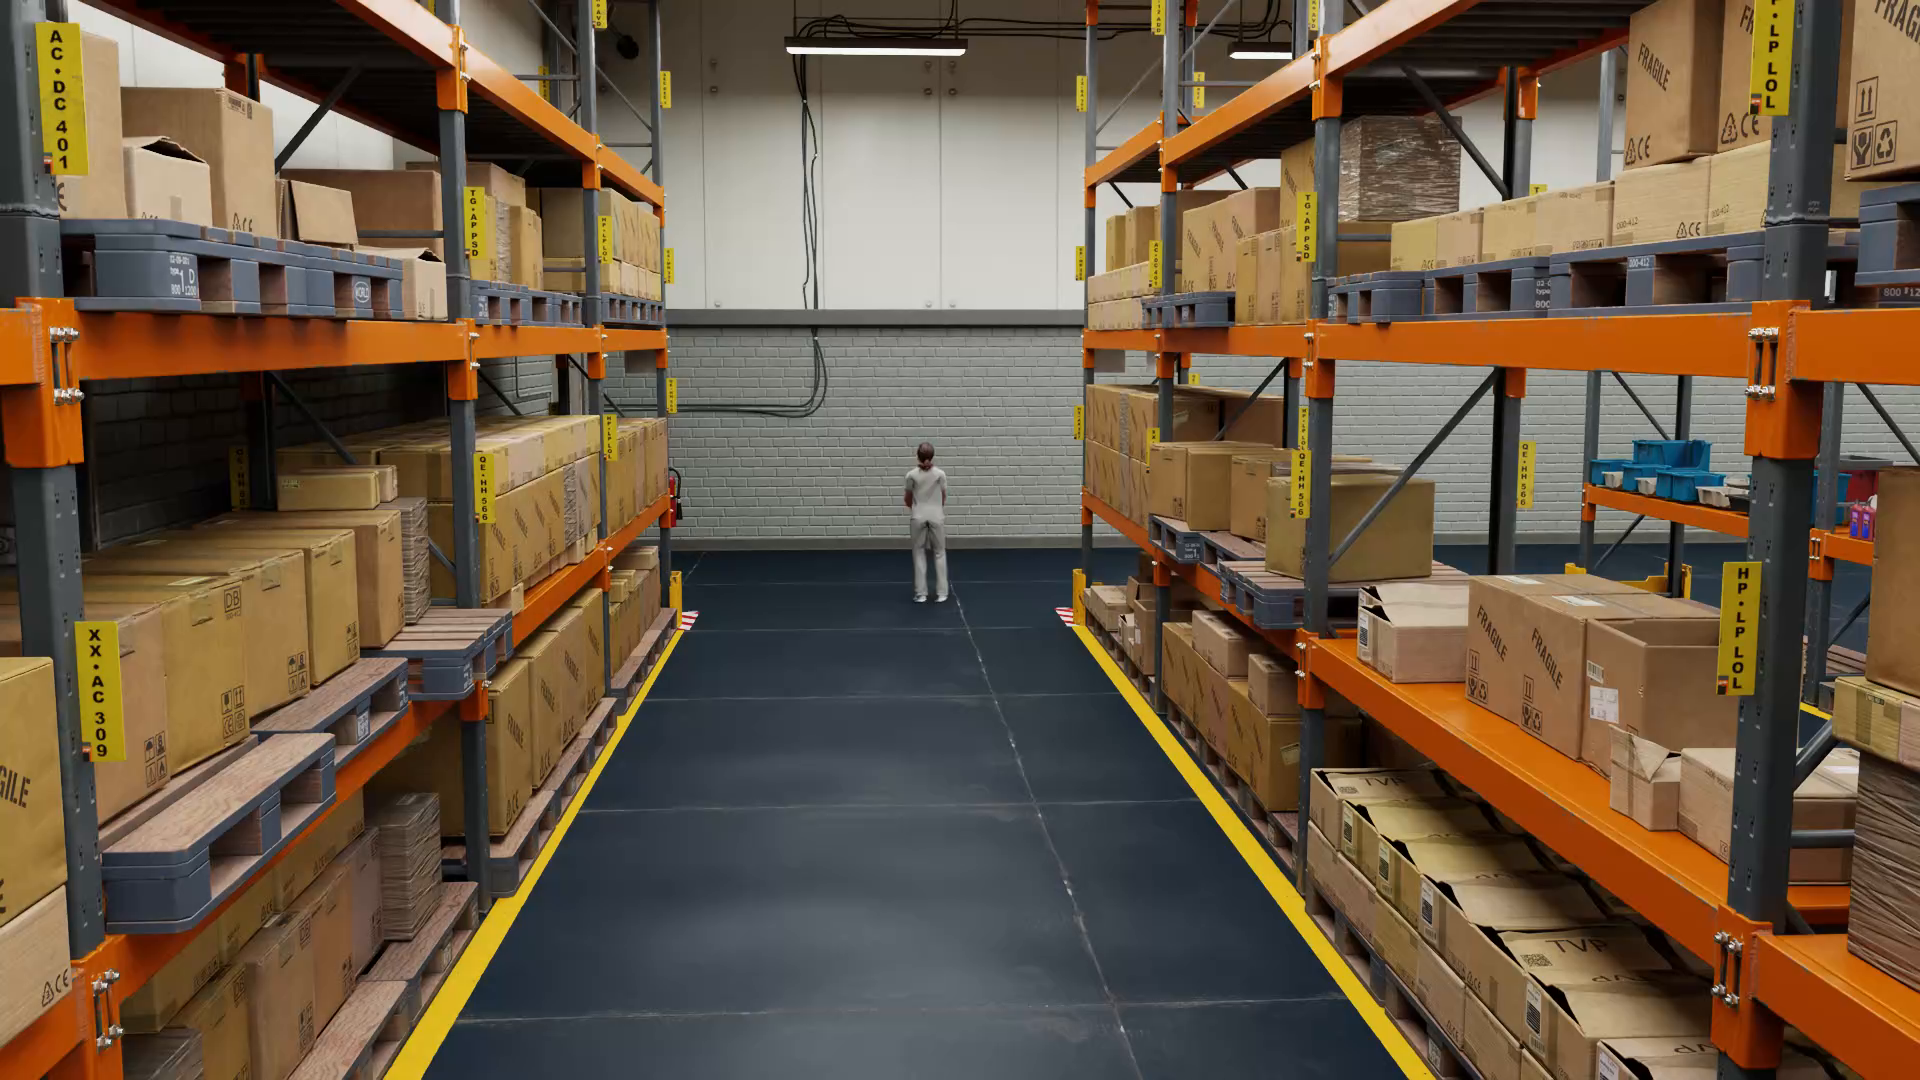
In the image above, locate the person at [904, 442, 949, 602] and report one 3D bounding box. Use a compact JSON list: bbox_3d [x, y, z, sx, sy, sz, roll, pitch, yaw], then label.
[{"bbox_3d":[-0.352,-0.188,17.348,0.467,1.662,0.525,0,7,-4],"label":"person"}]
